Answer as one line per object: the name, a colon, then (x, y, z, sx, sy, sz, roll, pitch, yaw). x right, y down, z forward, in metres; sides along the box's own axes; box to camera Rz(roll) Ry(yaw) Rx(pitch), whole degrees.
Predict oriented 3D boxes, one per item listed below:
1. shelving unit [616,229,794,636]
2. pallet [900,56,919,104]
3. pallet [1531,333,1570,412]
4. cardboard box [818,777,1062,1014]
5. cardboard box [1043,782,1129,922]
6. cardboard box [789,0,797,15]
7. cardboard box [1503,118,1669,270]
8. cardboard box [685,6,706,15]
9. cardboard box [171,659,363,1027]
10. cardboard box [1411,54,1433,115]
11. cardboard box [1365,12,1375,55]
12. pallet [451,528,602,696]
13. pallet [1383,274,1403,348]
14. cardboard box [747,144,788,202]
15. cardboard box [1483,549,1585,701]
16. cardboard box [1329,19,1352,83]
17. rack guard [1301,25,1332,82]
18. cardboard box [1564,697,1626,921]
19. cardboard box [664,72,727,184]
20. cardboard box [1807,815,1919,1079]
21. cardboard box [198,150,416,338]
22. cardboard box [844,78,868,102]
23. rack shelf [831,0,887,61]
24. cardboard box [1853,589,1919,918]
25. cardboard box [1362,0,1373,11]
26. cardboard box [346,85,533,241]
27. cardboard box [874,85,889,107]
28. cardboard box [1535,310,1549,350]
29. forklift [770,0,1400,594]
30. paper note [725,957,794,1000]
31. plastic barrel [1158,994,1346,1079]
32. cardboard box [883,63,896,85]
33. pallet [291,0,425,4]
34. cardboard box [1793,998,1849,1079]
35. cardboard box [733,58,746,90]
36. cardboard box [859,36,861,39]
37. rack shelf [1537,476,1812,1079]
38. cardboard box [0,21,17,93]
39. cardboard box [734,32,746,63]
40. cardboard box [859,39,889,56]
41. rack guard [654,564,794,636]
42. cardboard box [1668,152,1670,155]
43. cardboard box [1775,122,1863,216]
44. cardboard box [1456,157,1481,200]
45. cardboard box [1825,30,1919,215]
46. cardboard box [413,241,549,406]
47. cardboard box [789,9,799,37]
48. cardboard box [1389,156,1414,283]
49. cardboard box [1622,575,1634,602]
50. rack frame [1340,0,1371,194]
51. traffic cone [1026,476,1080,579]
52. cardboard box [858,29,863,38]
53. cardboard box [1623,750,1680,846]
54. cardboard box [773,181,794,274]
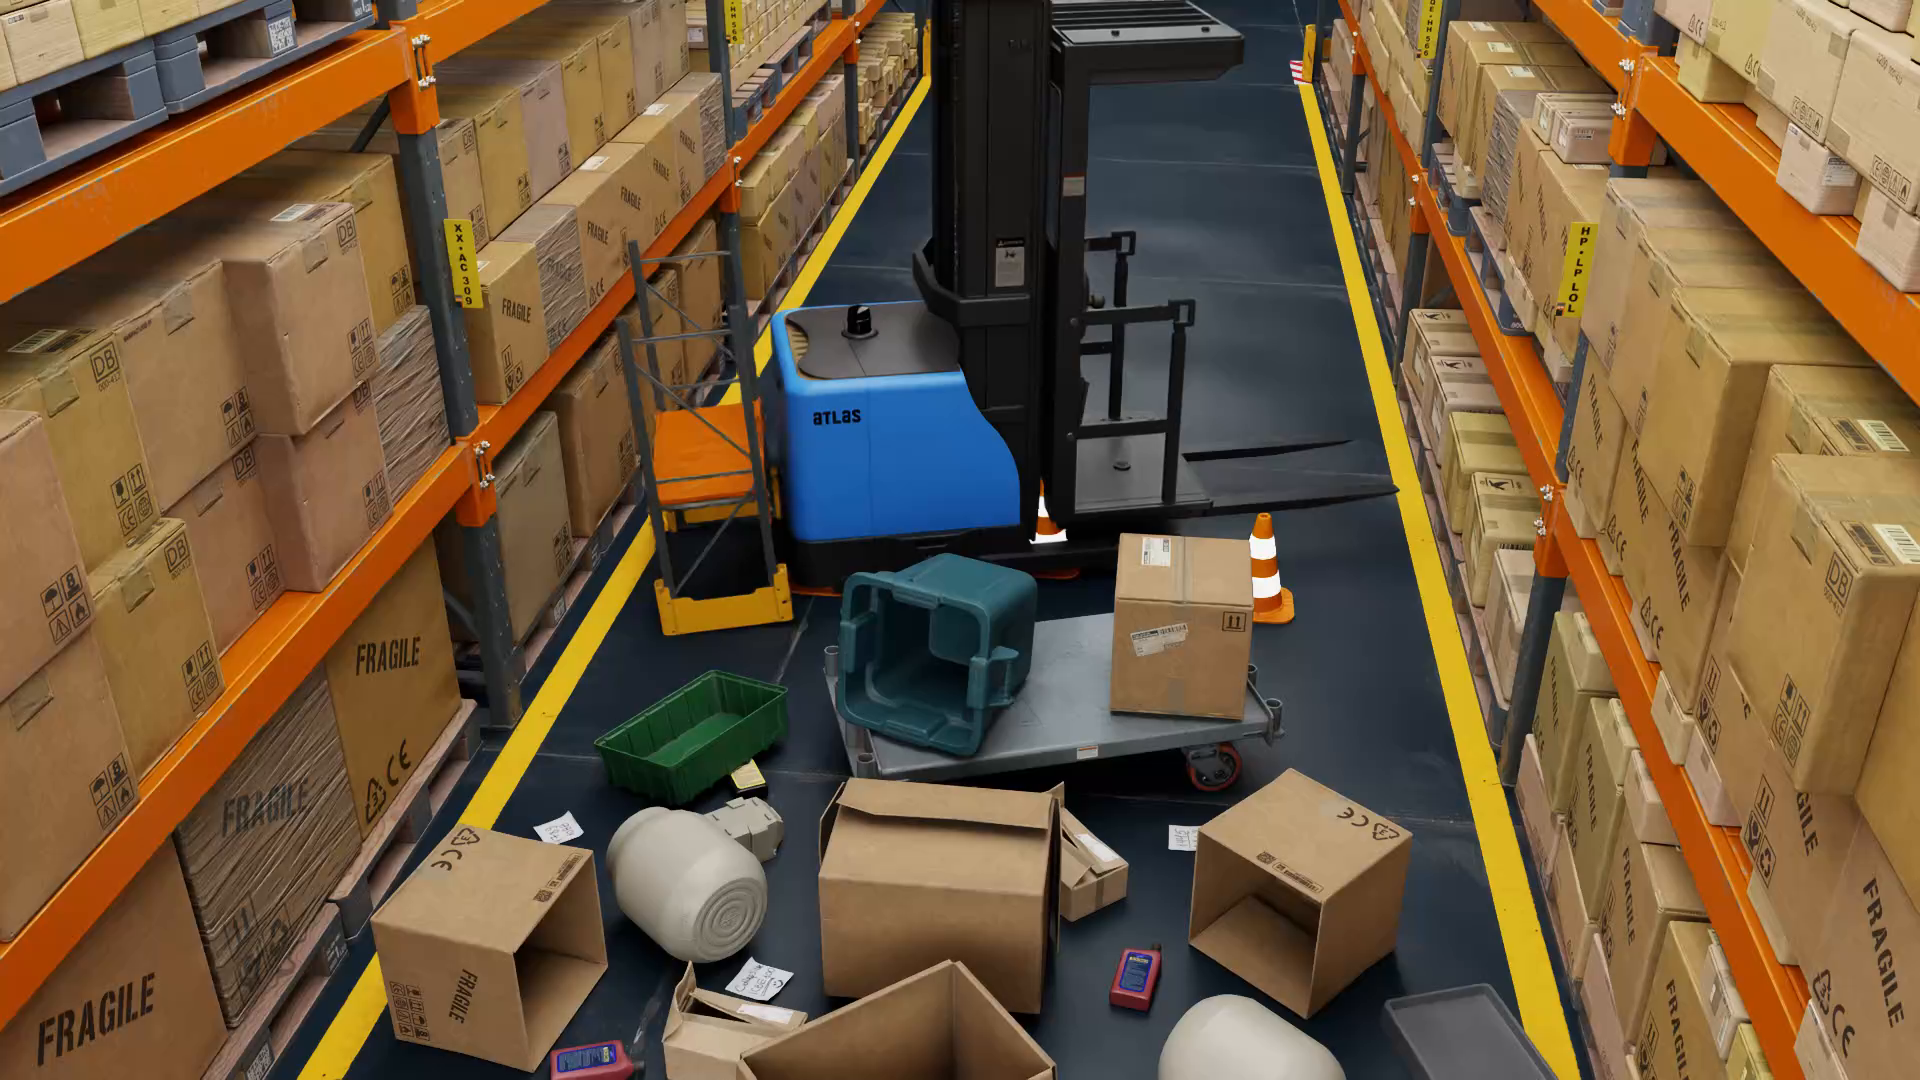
shelving unit: (-1.162, -0.512, 7.582, 0.587, 1.500, 1.083, -7, 29, -4)
pallet: (-0.989, -4.601, 16.568, 1.003, 0.211, 1.213, 3, 28, 6)
pallet: (2.848, -0.623, 6.447, 1.003, 0.211, 1.213, 3, 28, 6)
cardboard box: (-0.072, 1.151, 5.440, 0.797, 0.637, 0.503, 3, 28, 6)
cardboard box: (0.380, 1.106, 5.917, 0.258, 0.266, 0.396, -17, 33, -29)
cardboard box: (-1.346, -3.748, 11.553, 0.380, 0.149, 0.250, 3, 29, 6)
cardboard box: (2.567, -1.423, 6.867, 0.500, 0.500, 0.500, 4, 29, 8)
cardboard box: (-1.546, -3.149, 10.126, 0.380, 0.149, 0.250, 3, 28, 5)
cardboard box: (-2.569, 0.870, 5.269, 0.875, 0.875, 0.875, 4, 29, 7)
cardboard box: (2.907, -2.636, 9.612, 0.500, 0.250, 0.500, 3, 28, 6)
cardboard box: (3.212, -3.621, 11.966, 0.500, 0.250, 0.500, 3, 28, 5)
pallet: (-2.296, 0.263, 7.538, 1.003, 0.211, 1.213, 3, 28, 6)
pallet: (3.271, -1.378, 10.586, 1.003, 0.211, 1.213, 3, 28, 6)
cardboard box: (-1.439, -2.443, 11.024, 0.500, 0.250, 0.500, 3, 28, 6)
cardboard box: (2.671, 0.368, 6.731, 0.950, 0.372, 0.625, 4, 29, 7)
cardboard box: (4.098, -4.745, 16.154, 0.875, 0.438, 0.875, 2, 28, 4)
rack guard: (4.083, -4.916, 16.848, 1.175, 0.500, 0.348, 3, 28, 6)
cardboard box: (2.215, 0.854, 5.168, 0.500, 0.500, 0.500, 4, 29, 8)
cardboard box: (-1.614, -2.296, 9.243, 0.500, 0.500, 0.500, 3, 28, 6)
cardboard box: (1.978, 0.845, 3.101, 0.500, 0.500, 0.500, 3, 29, 6)
cardboard box: (-2.395, -0.966, 5.584, 0.875, 0.550, 0.550, 3, 28, 6)
cardboard box: (-0.995, -3.830, 14.133, 0.380, 0.149, 0.250, 5, 29, 9)
rack shelf: (-1.090, -4.987, 15.103, 1.077, 0.370, 4.000, 3, 28, 6)
cardboard box: (2.035, 0.420, 2.834, 0.700, 0.500, 0.500, 4, 29, 7)
cardboard box: (3.256, -4.086, 12.302, 0.500, 0.250, 0.500, 3, 28, 5)
cardboard box: (-2.200, -1.557, 6.818, 0.700, 0.500, 0.500, 3, 28, 5)
cardboard box: (-0.853, -4.058, 15.183, 0.380, 0.149, 0.250, 3, 28, 5)
cardboard box: (2.448, -0.812, 6.417, 0.380, 0.149, 0.250, 3, 28, 5)
forklift: (0.633, -1.368, 7.698, 3.031, 2.935, 1.130, -5, 29, -9)
paper note: (-0.666, 1.460, 5.517, 0.172, 0.023, 0.155, 14, 31, 24)
plastic barrel: (0.870, 1.600, 4.833, 0.421, 0.421, 0.512, -24, 36, -37)
cardboard box: (-0.795, -4.301, 15.320, 0.380, 0.149, 0.250, 4, 29, 7)
pallet: (-2.252, -2.267, 6.335, 0.805, 0.209, 1.217, 2, 28, 4)
cardboard box: (1.928, 1.080, 3.347, 0.380, 0.149, 0.250, 4, 29, 7)
cardboard box: (-1.537, -2.879, 10.253, 0.380, 0.149, 0.250, 5, 29, 9)
cardboard box: (-1.164, -5.074, 16.755, 0.380, 0.149, 0.250, 5, 29, 8)
rack shelf: (2.364, 0.902, 4.172, 1.077, 0.370, 4.000, 3, 28, 6)
cardboard box: (-2.260, -1.009, 3.515, 0.380, 0.149, 0.250, 4, 29, 7)
cardboard box: (-1.536, -3.028, 10.217, 0.380, 0.149, 0.250, 5, 29, 9)
cardboard box: (-0.867, -4.563, 15.493, 0.380, 0.149, 0.250, 2, 28, 4)
rack guard: (-1.054, 0.268, 7.447, 0.587, 0.250, 0.087, -7, 29, -4)
cardboard box: (3.087, -1.388, 6.802, 0.500, 0.500, 0.500, 3, 28, 6)
cardboard box: (2.083, -0.832, 3.734, 0.380, 0.149, 0.250, 3, 28, 5)
cardboard box: (2.674, -1.786, 8.224, 0.380, 0.149, 0.250, 4, 29, 6)
cardboard box: (2.096, -0.835, 3.318, 0.500, 0.250, 0.500, 4, 29, 7)
cardboard box: (-1.984, -0.872, 6.601, 0.500, 0.500, 0.500, 4, 29, 7)
cardboard box: (-1.344, -3.625, 11.638, 0.380, 0.149, 0.250, 5, 29, 8)
cardboard box: (3.380, -2.229, 11.022, 0.875, 0.875, 0.875, 4, 29, 7)
cardboard box: (2.271, 0.133, 5.106, 0.380, 0.149, 0.250, 3, 28, 6)
rack frame: (3.590, -4.122, 12.739, 1.000, 3.000, 0.127, 3, 28, 6)
traffic cone: (0.415, -0.099, 7.946, 0.336, 0.463, 0.334, 3, 28, 6)
cardboard box: (-1.161, -5.073, 16.440, 0.380, 0.149, 0.250, 4, 29, 7)
cardboard box: (2.103, 0.740, 4.696, 0.380, 0.149, 0.250, 5, 29, 9)
cardboard box: (-1.428, -2.119, 11.213, 0.500, 0.500, 0.500, 4, 29, 7)
